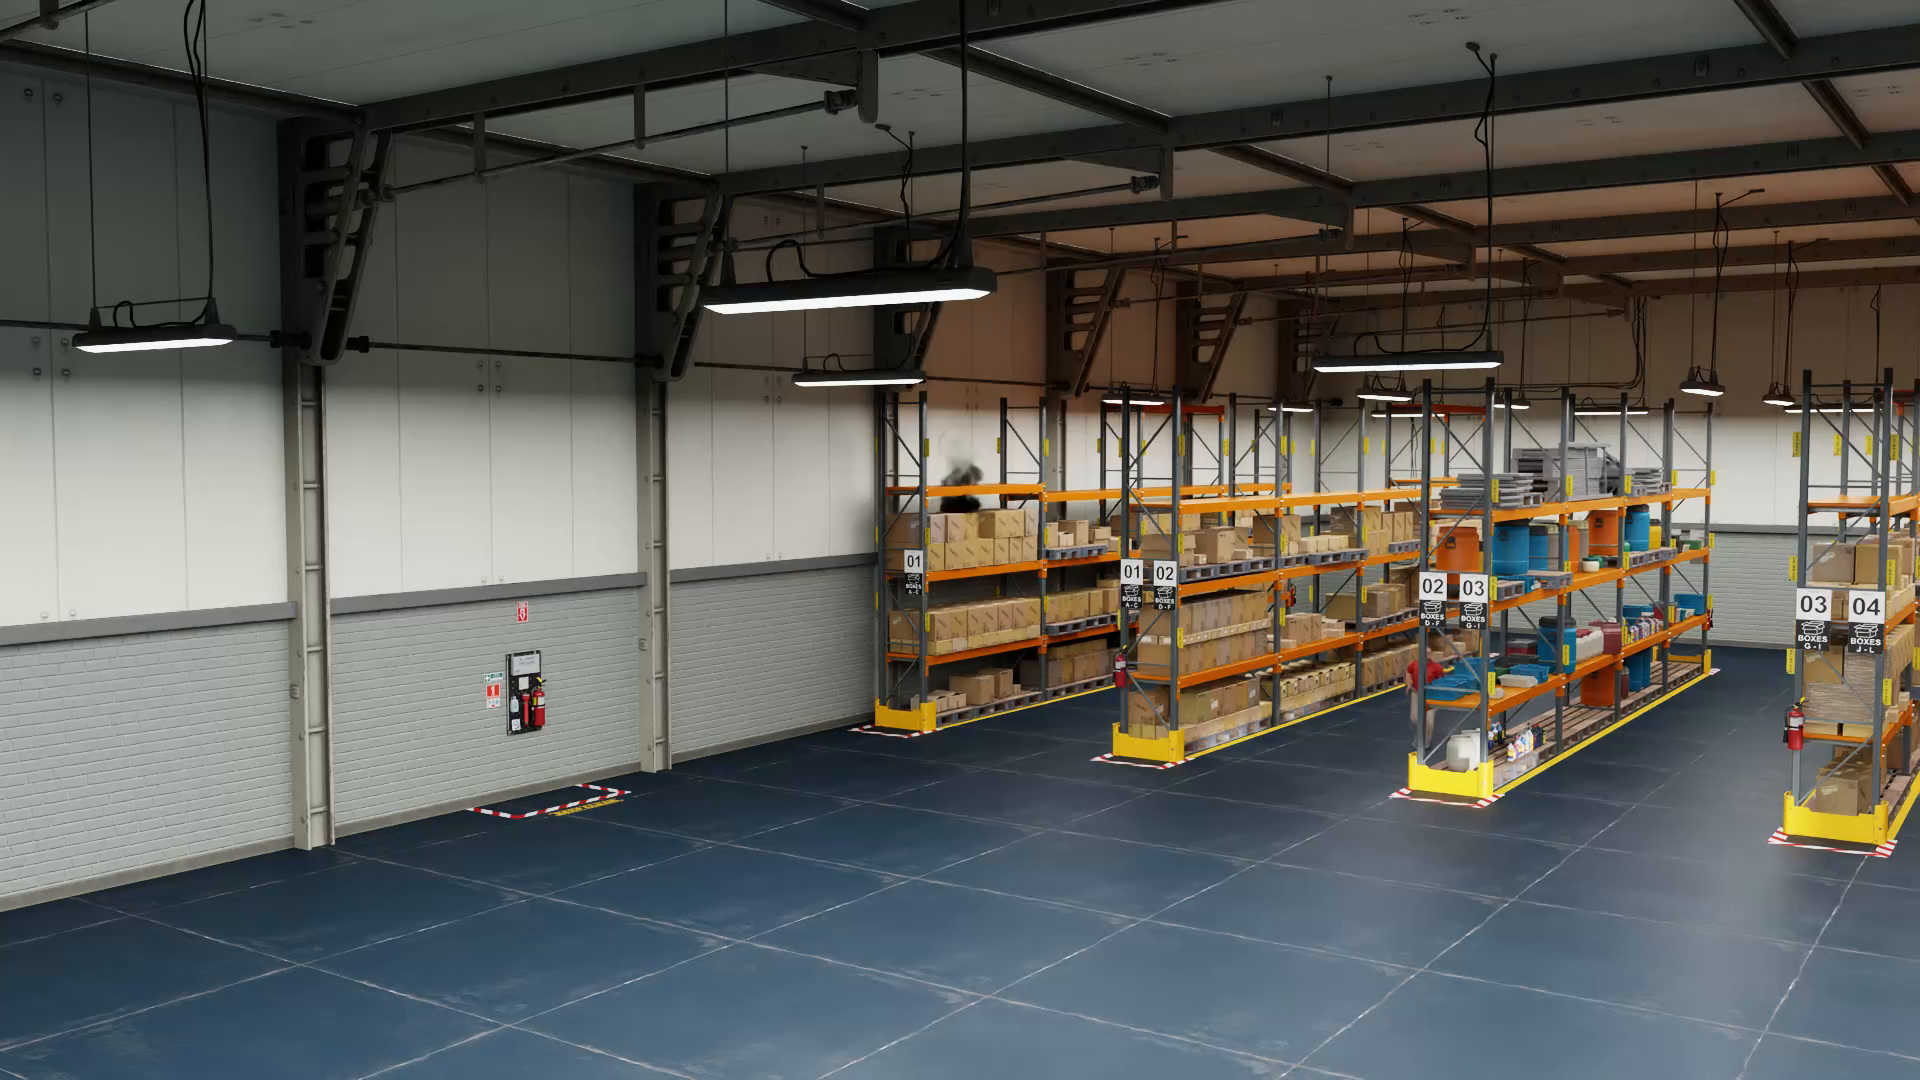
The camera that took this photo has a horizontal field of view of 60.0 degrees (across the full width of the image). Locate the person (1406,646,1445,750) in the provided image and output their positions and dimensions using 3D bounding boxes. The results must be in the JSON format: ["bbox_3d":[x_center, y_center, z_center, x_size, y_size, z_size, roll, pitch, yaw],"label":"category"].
[{"bbox_3d":[7.673,2.621,27.507,0.652,1.718,0.653,1,3,21],"label":"person"}]
